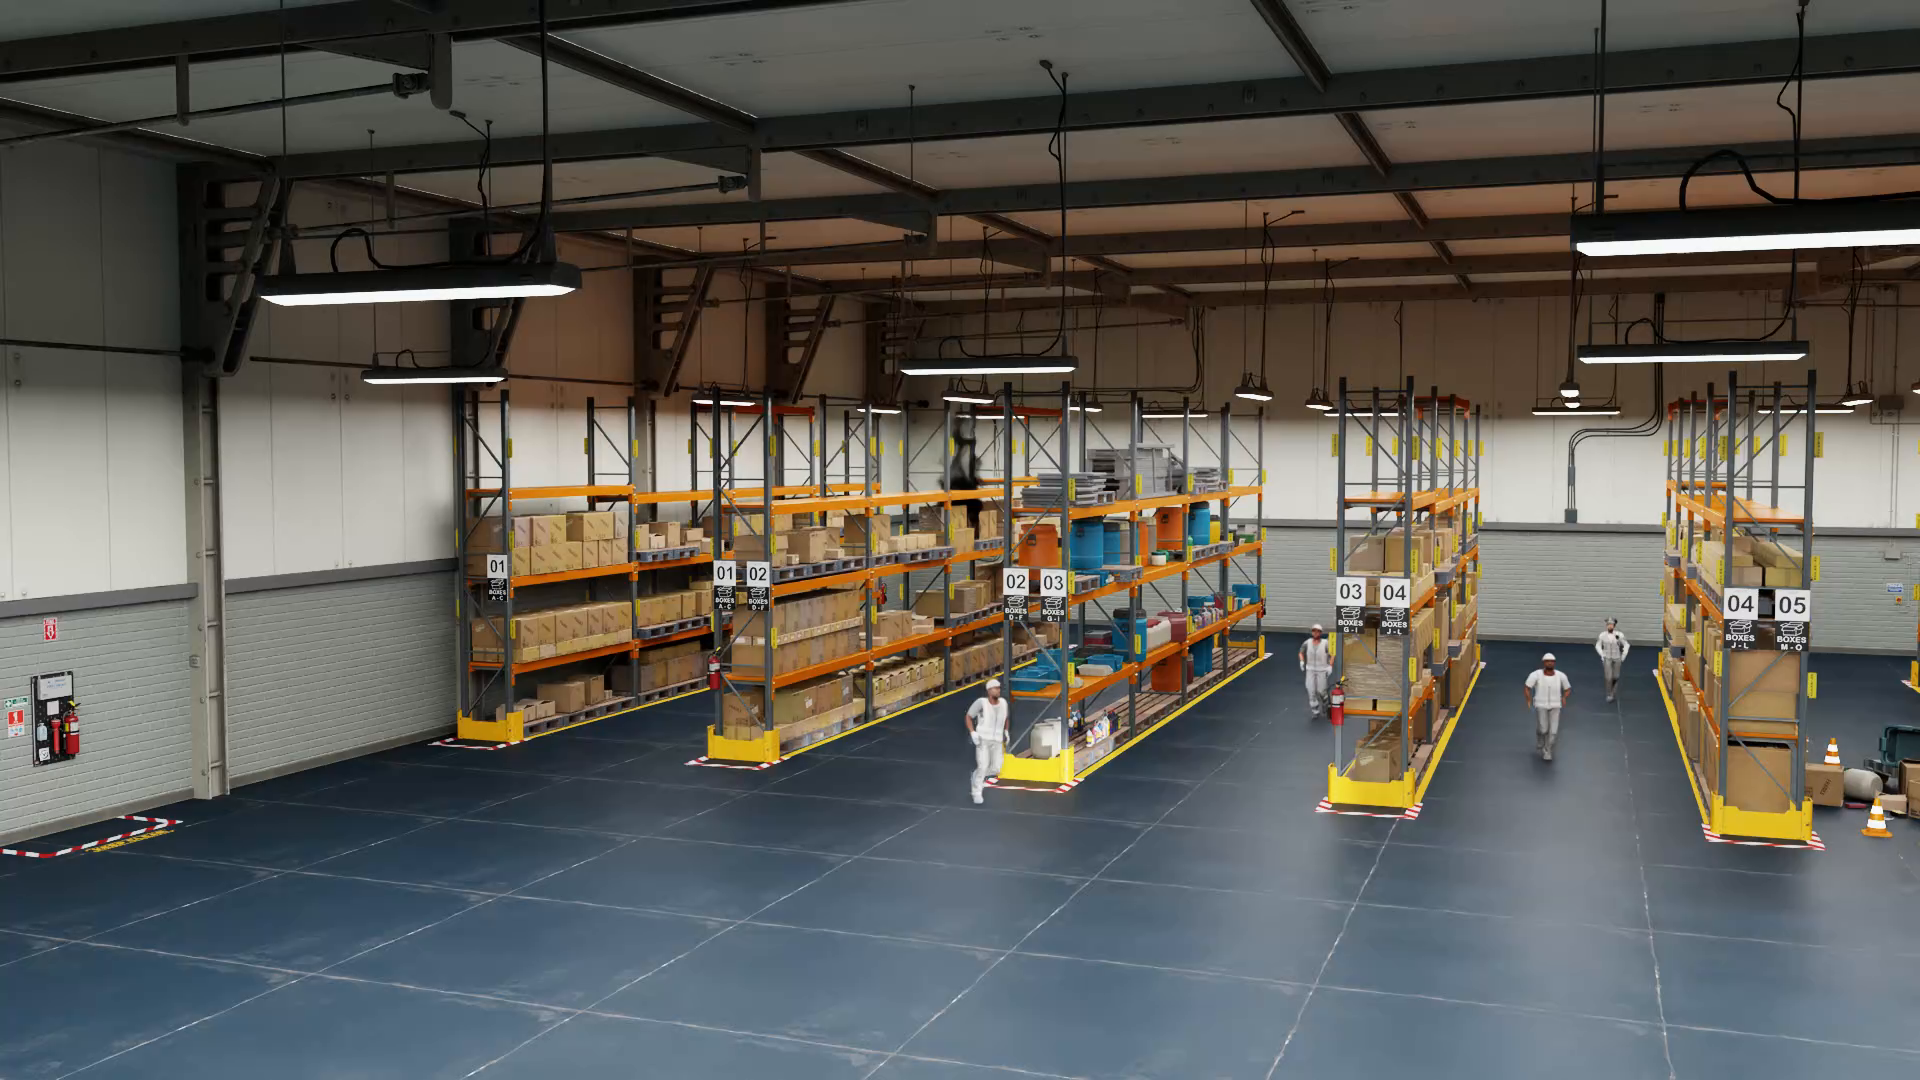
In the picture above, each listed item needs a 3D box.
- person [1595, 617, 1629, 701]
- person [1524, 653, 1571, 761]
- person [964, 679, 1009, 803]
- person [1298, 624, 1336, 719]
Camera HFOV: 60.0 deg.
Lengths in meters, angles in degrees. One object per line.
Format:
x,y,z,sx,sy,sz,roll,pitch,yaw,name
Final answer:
12.932,2.364,32.996,0.623,1.664,0.497,1,3,23,person
9.470,2.680,26.763,0.717,1.722,0.578,1,3,12,person
0.403,2.845,23.754,0.731,1.723,0.568,-2,4,-26,person
6.603,2.428,30.833,0.678,1.746,0.593,1,3,24,person
